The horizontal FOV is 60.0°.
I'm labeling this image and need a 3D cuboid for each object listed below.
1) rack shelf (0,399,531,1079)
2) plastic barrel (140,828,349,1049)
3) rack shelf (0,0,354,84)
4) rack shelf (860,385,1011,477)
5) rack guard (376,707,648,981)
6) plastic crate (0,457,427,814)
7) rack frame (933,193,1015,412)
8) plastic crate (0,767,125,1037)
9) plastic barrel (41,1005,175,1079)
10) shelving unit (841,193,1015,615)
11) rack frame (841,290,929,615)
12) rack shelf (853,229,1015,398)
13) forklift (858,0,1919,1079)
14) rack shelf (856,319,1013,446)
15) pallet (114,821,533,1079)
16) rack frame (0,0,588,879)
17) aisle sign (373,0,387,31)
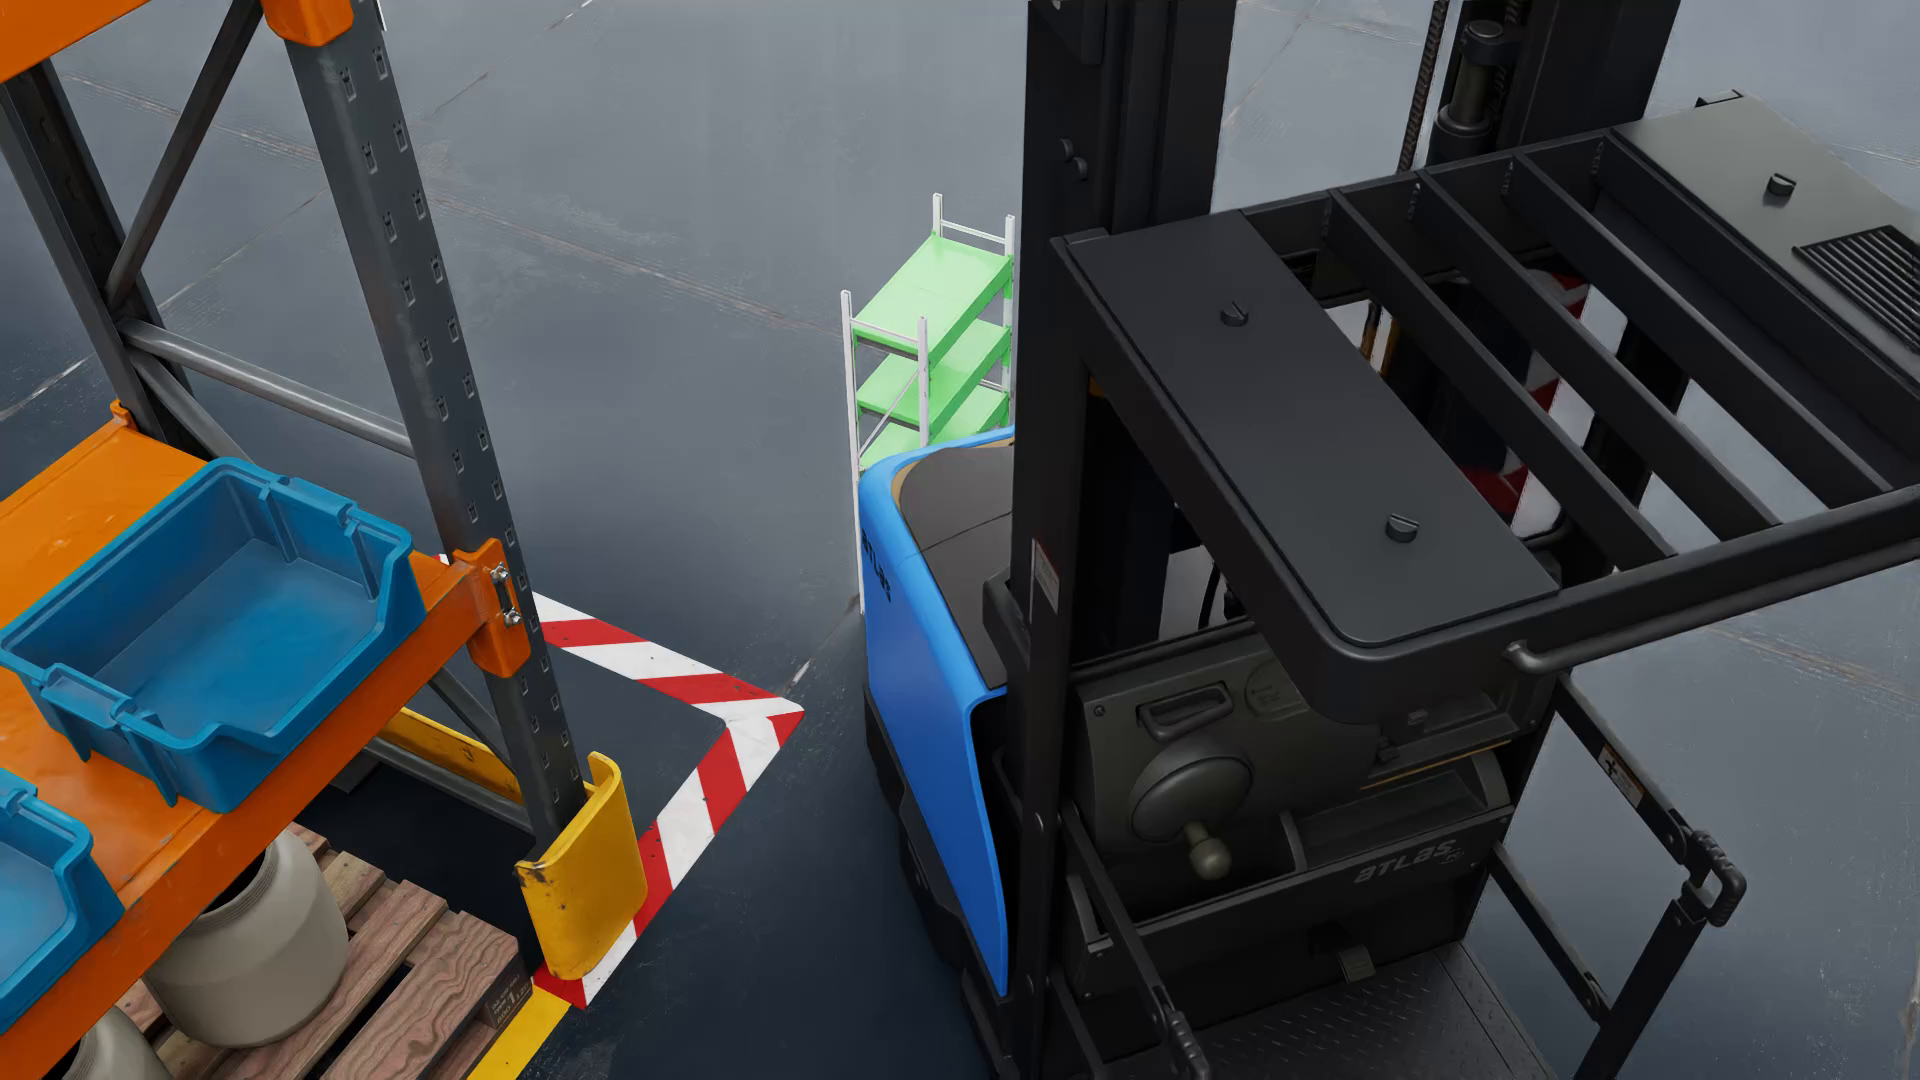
[{"bbox_3d":[-2.323,1.212,2.448,1.077,0.370,4.000,20,49,19],"label":"rack shelf"},{"bbox_3d":[-1.633,0.866,3.739,0.421,0.512,0.421,0,45,0],"label":"plastic barrel"},{"bbox_3d":[-2.323,0.158,1.382,1.077,0.370,4.000,20,49,19],"label":"rack shelf"},{"bbox_3d":[-0.077,-0.273,4.766,0.258,0.148,0.480,20,49,19],"label":"rack shelf"},{"bbox_3d":[-1.389,0.642,4.264,1.175,0.500,0.348,20,49,19],"label":"rack guard"},{"bbox_3d":[-1.362,0.166,3.081,0.499,0.251,0.616,20,49,19],"label":"plastic crate"},{"bbox_3d":[0.036,-0.471,4.872,0.240,1.200,0.015,20,49,19],"label":"rack frame"},{"bbox_3d":[-1.669,0.573,2.679,0.499,0.251,0.408,20,49,19],"label":"plastic crate"},{"bbox_3d":[-1.866,1.182,3.427,0.421,0.512,0.421,0,45,0],"label":"plastic barrel"},{"bbox_3d":[-0.077,-0.317,4.720,0.258,1.200,0.503,20,49,19],"label":"shelving unit"},{"bbox_3d":[-0.190,-0.164,4.568,0.240,1.200,0.015,20,49,19],"label":"rack frame"},{"bbox_3d":[-0.077,-0.610,4.424,0.258,0.148,0.480,20,49,19],"label":"rack shelf"},{"bbox_3d":[0.728,0.406,2.788,1.130,2.935,3.031,-15,47,-14],"label":"forklift"},{"bbox_3d":[-0.077,-0.441,4.595,0.258,0.148,0.480,20,49,19],"label":"rack shelf"},{"bbox_3d":[-1.771,1.253,3.863,1.003,0.211,1.213,20,49,19],"label":"pallet"},{"bbox_3d":[-1.395,-0.300,3.438,1.000,3.000,0.127,20,49,19],"label":"rack frame"},{"bbox_3d":[-1.099,-1.161,2.461,0.394,0.787,0.004,20,49,19],"label":"aisle sign"}]
